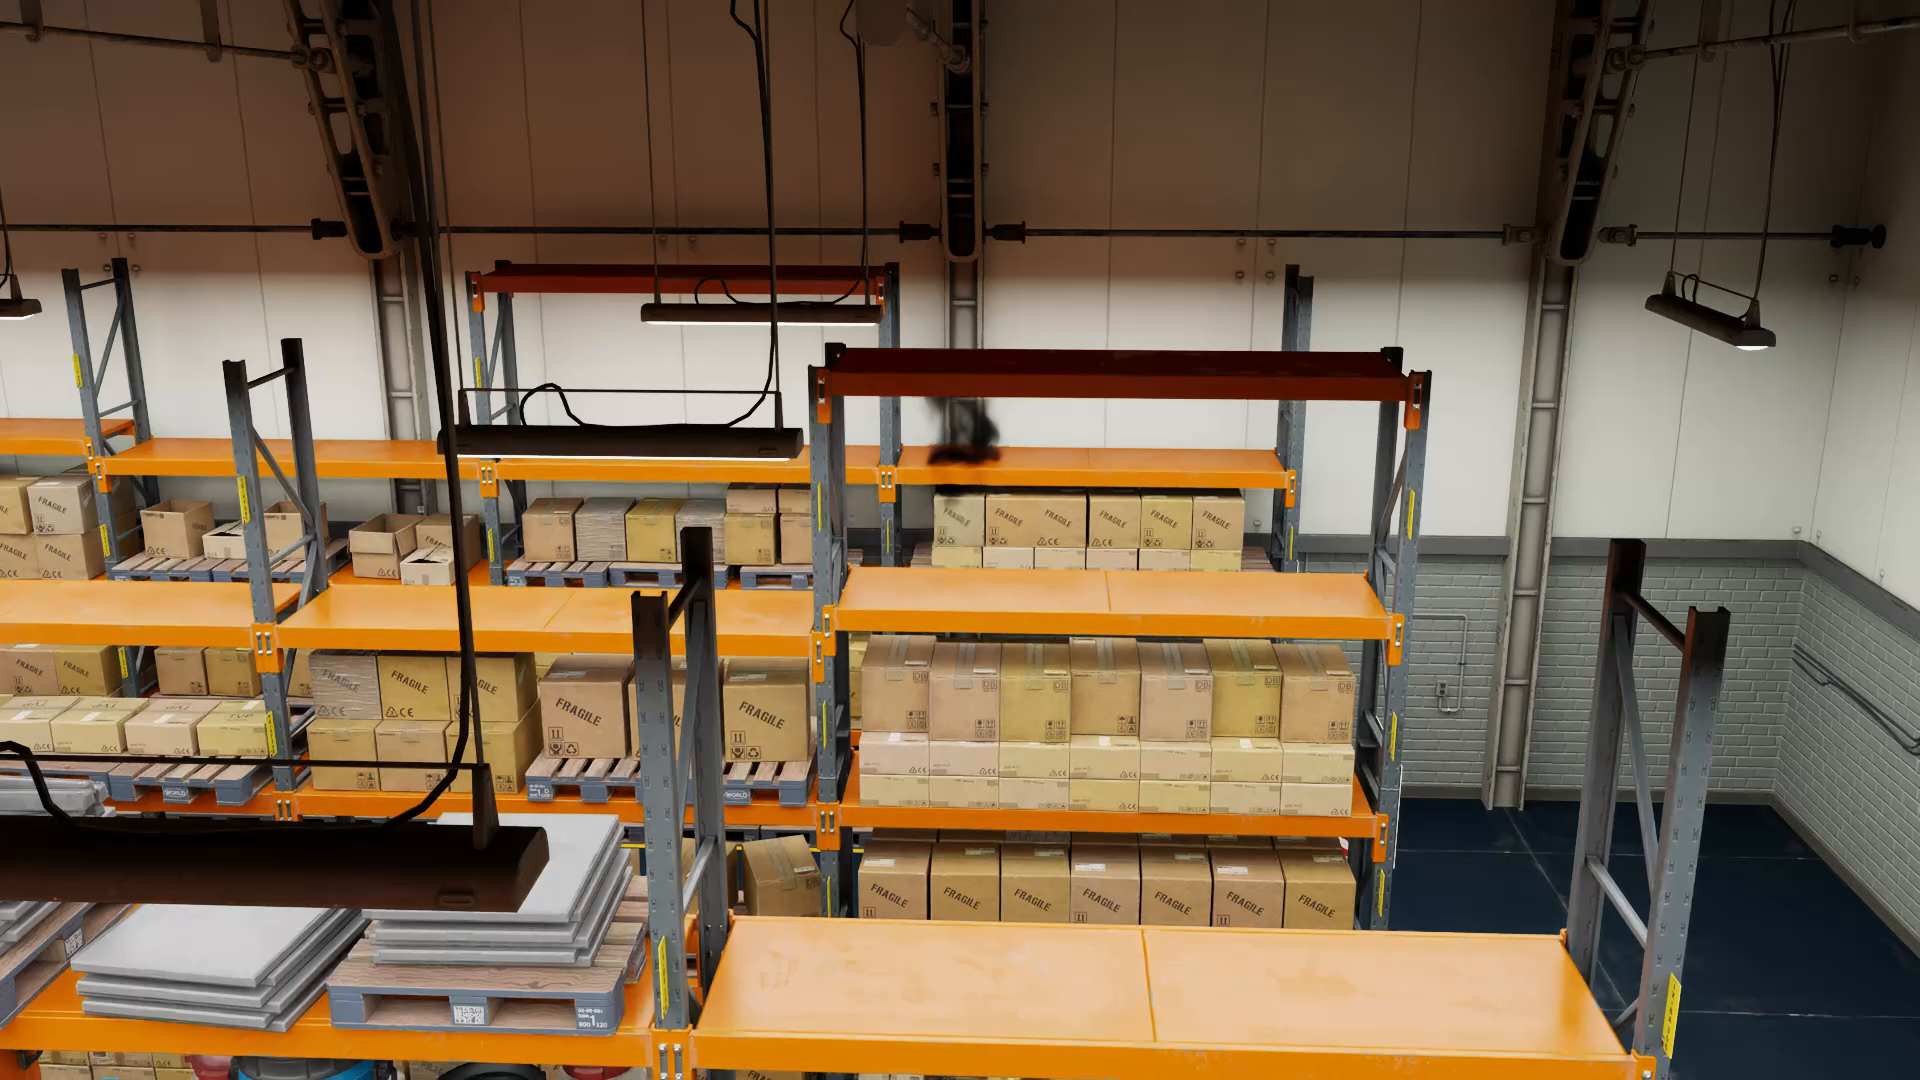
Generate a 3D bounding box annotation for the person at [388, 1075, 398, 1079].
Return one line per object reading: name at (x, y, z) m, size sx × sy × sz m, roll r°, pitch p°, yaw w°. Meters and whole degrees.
person at (-3.780, 4.223, 10.910) m, size 0.830 × 1.747 × 0.675 m, roll -1°, pitch 16°, yaw -3°
